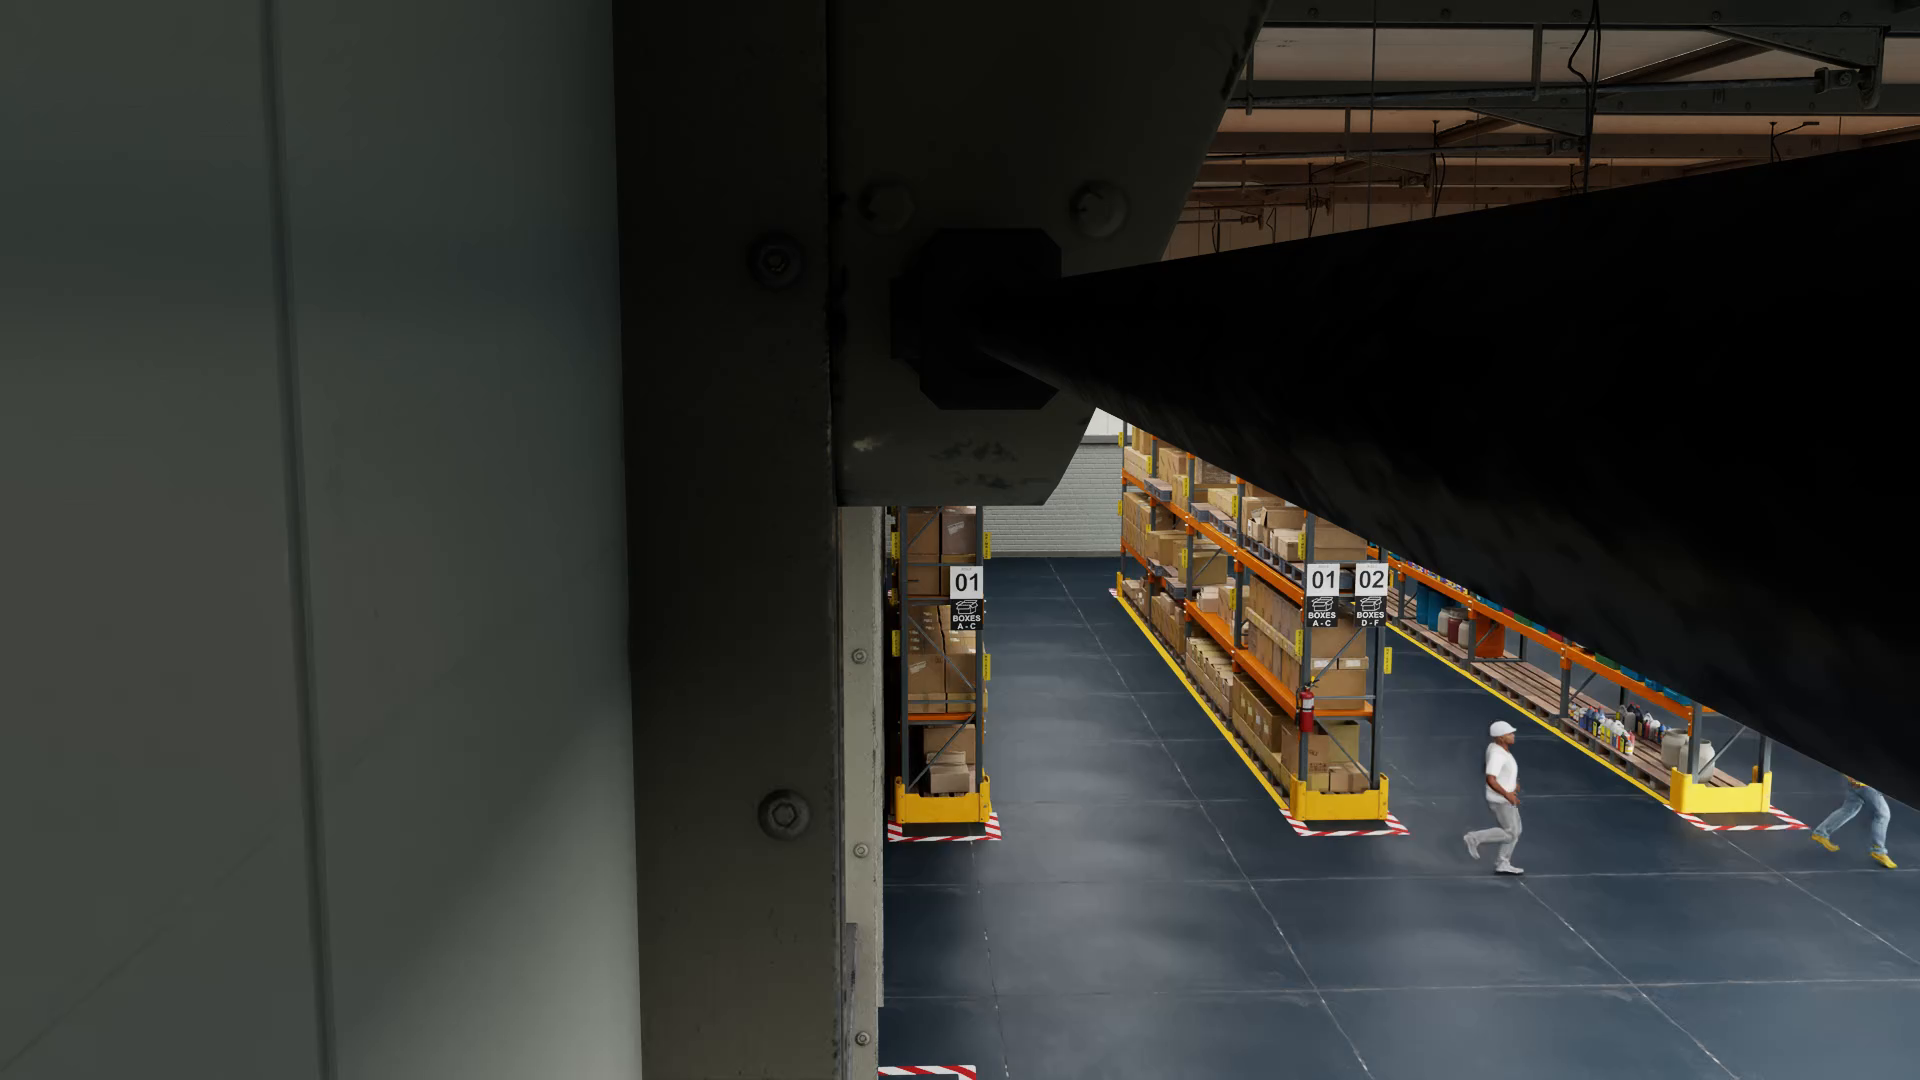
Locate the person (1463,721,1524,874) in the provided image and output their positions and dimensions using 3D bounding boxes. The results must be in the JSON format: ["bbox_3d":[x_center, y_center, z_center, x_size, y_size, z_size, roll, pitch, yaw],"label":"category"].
[{"bbox_3d":[6.015,2.877,18.653,0.667,1.729,0.704,3,8,18],"label":"person"}]

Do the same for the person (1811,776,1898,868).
[{"bbox_3d":[10.312,2.804,19.041,0.915,1.802,0.617,4,9,25],"label":"person"}]
